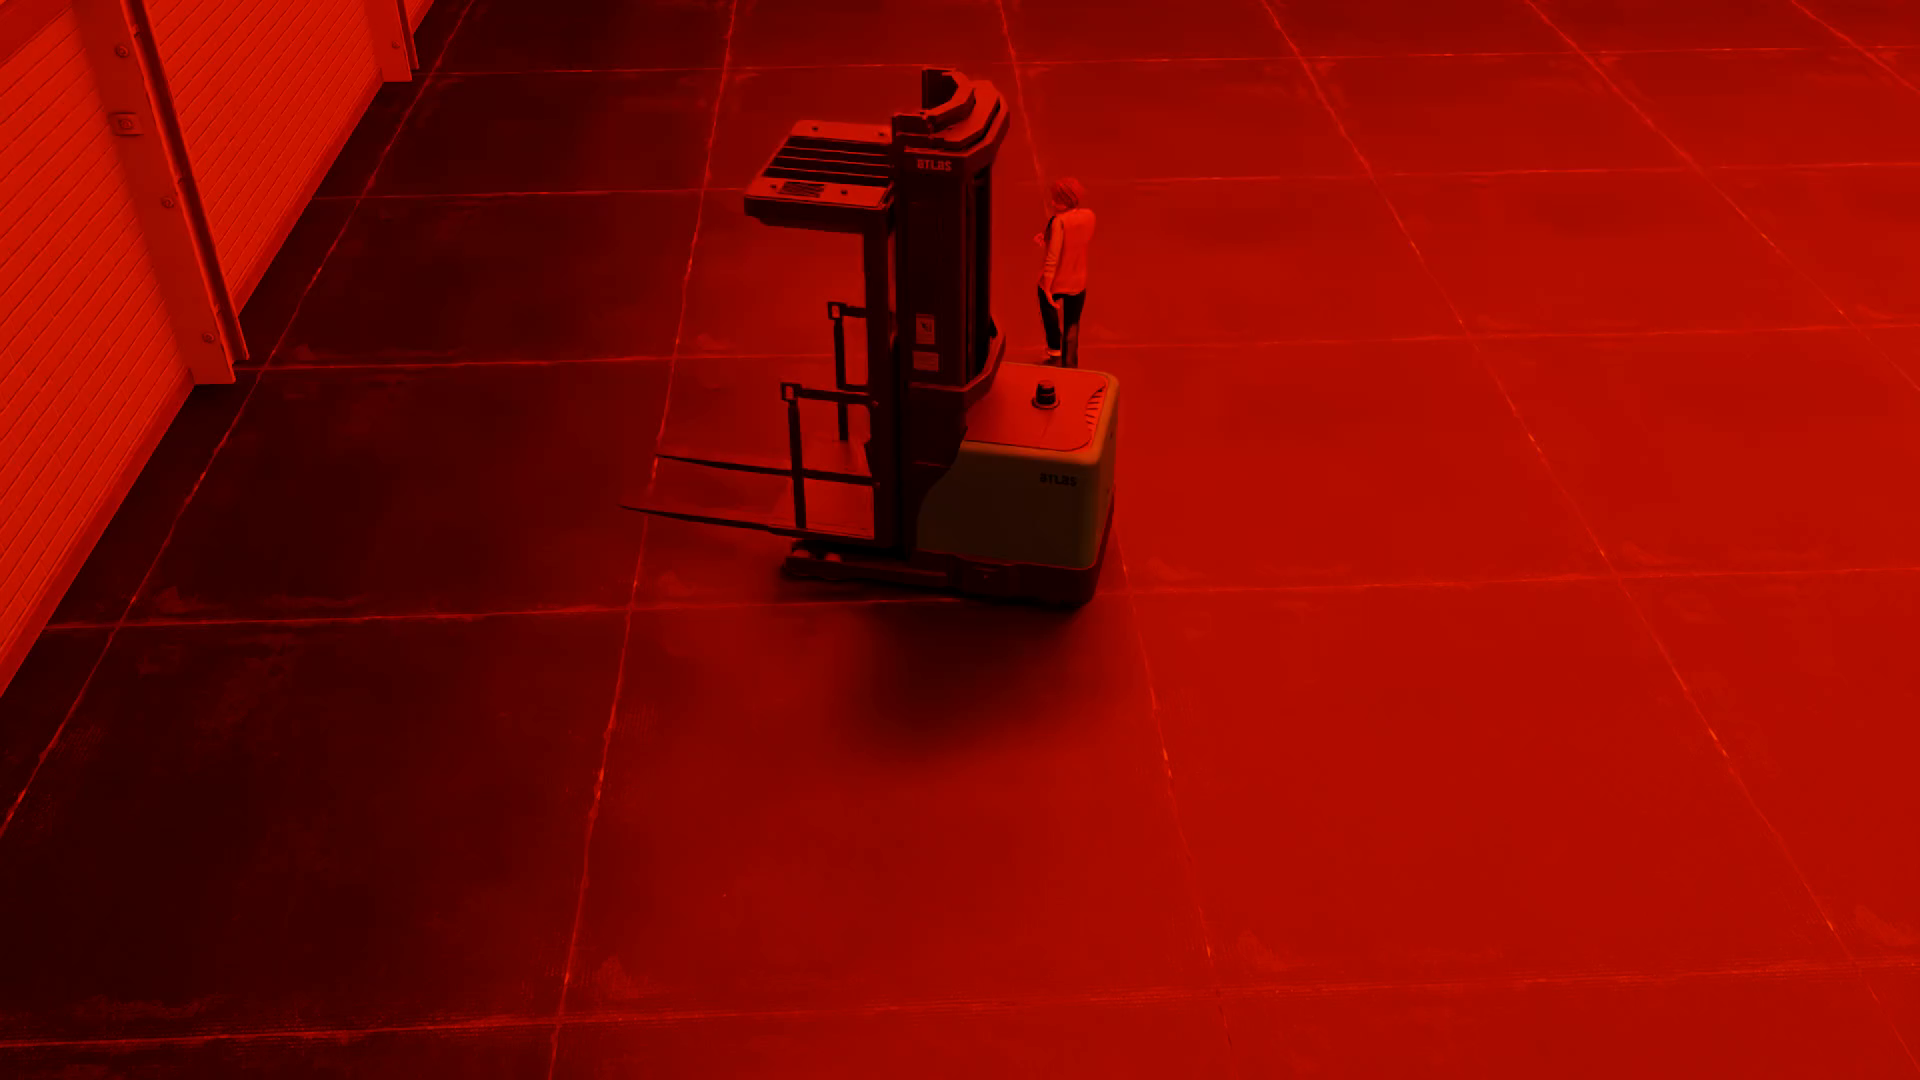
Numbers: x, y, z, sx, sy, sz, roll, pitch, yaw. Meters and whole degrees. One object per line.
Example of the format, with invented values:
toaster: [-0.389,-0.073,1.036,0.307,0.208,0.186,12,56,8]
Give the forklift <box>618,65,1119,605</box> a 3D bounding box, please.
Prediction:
forklift: [-0.594,-1.233,9.704,3.031,2.935,1.130,7,37,10]

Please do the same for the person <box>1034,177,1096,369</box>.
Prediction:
person: [0.735,-1.837,11.751,0.436,1.543,0.828,-6,37,-8]
